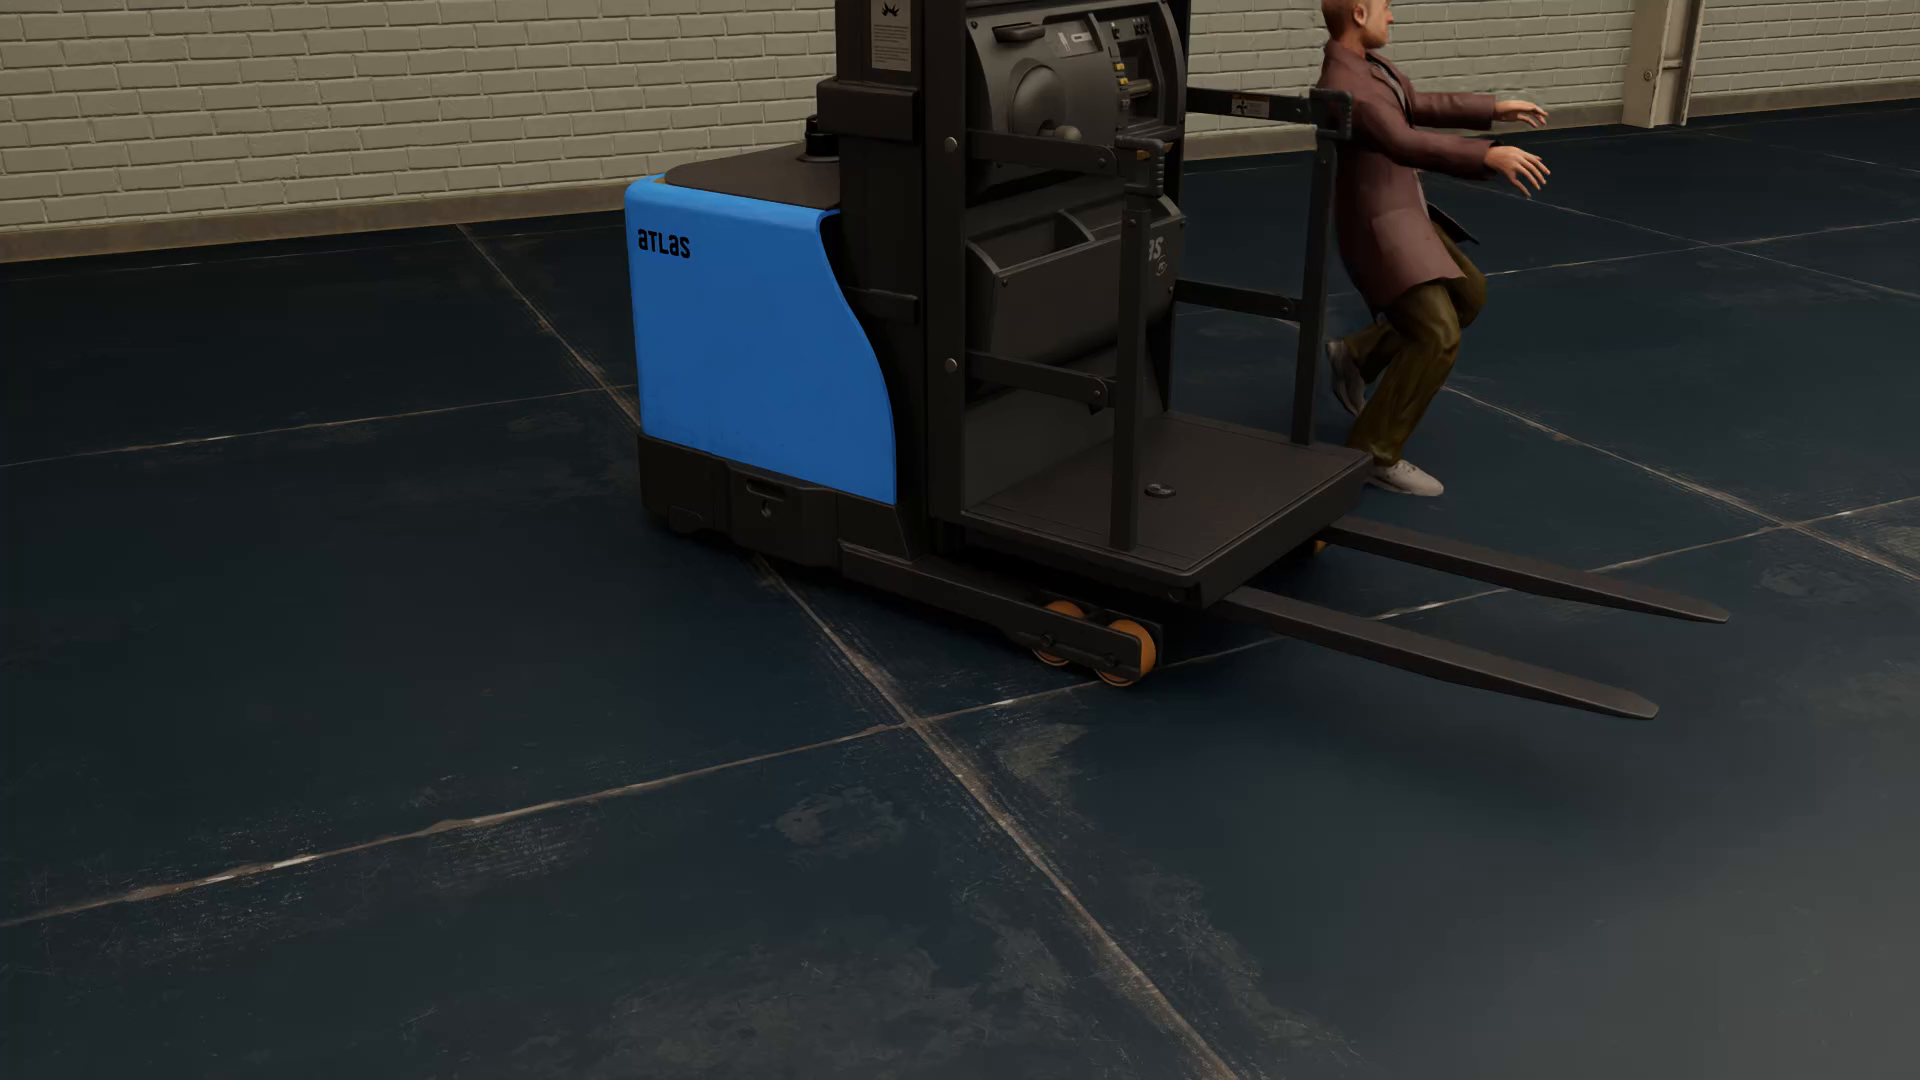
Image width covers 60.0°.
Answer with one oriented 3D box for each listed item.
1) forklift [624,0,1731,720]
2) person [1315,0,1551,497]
[{"bbox_3d":[0.488,-1.213,4.206,3.031,2.935,1.130,16,27,34],"label":"forklift"},{"bbox_3d":[1.513,-1.009,5.470,0.767,1.622,0.913,8,24,18],"label":"person"}]
